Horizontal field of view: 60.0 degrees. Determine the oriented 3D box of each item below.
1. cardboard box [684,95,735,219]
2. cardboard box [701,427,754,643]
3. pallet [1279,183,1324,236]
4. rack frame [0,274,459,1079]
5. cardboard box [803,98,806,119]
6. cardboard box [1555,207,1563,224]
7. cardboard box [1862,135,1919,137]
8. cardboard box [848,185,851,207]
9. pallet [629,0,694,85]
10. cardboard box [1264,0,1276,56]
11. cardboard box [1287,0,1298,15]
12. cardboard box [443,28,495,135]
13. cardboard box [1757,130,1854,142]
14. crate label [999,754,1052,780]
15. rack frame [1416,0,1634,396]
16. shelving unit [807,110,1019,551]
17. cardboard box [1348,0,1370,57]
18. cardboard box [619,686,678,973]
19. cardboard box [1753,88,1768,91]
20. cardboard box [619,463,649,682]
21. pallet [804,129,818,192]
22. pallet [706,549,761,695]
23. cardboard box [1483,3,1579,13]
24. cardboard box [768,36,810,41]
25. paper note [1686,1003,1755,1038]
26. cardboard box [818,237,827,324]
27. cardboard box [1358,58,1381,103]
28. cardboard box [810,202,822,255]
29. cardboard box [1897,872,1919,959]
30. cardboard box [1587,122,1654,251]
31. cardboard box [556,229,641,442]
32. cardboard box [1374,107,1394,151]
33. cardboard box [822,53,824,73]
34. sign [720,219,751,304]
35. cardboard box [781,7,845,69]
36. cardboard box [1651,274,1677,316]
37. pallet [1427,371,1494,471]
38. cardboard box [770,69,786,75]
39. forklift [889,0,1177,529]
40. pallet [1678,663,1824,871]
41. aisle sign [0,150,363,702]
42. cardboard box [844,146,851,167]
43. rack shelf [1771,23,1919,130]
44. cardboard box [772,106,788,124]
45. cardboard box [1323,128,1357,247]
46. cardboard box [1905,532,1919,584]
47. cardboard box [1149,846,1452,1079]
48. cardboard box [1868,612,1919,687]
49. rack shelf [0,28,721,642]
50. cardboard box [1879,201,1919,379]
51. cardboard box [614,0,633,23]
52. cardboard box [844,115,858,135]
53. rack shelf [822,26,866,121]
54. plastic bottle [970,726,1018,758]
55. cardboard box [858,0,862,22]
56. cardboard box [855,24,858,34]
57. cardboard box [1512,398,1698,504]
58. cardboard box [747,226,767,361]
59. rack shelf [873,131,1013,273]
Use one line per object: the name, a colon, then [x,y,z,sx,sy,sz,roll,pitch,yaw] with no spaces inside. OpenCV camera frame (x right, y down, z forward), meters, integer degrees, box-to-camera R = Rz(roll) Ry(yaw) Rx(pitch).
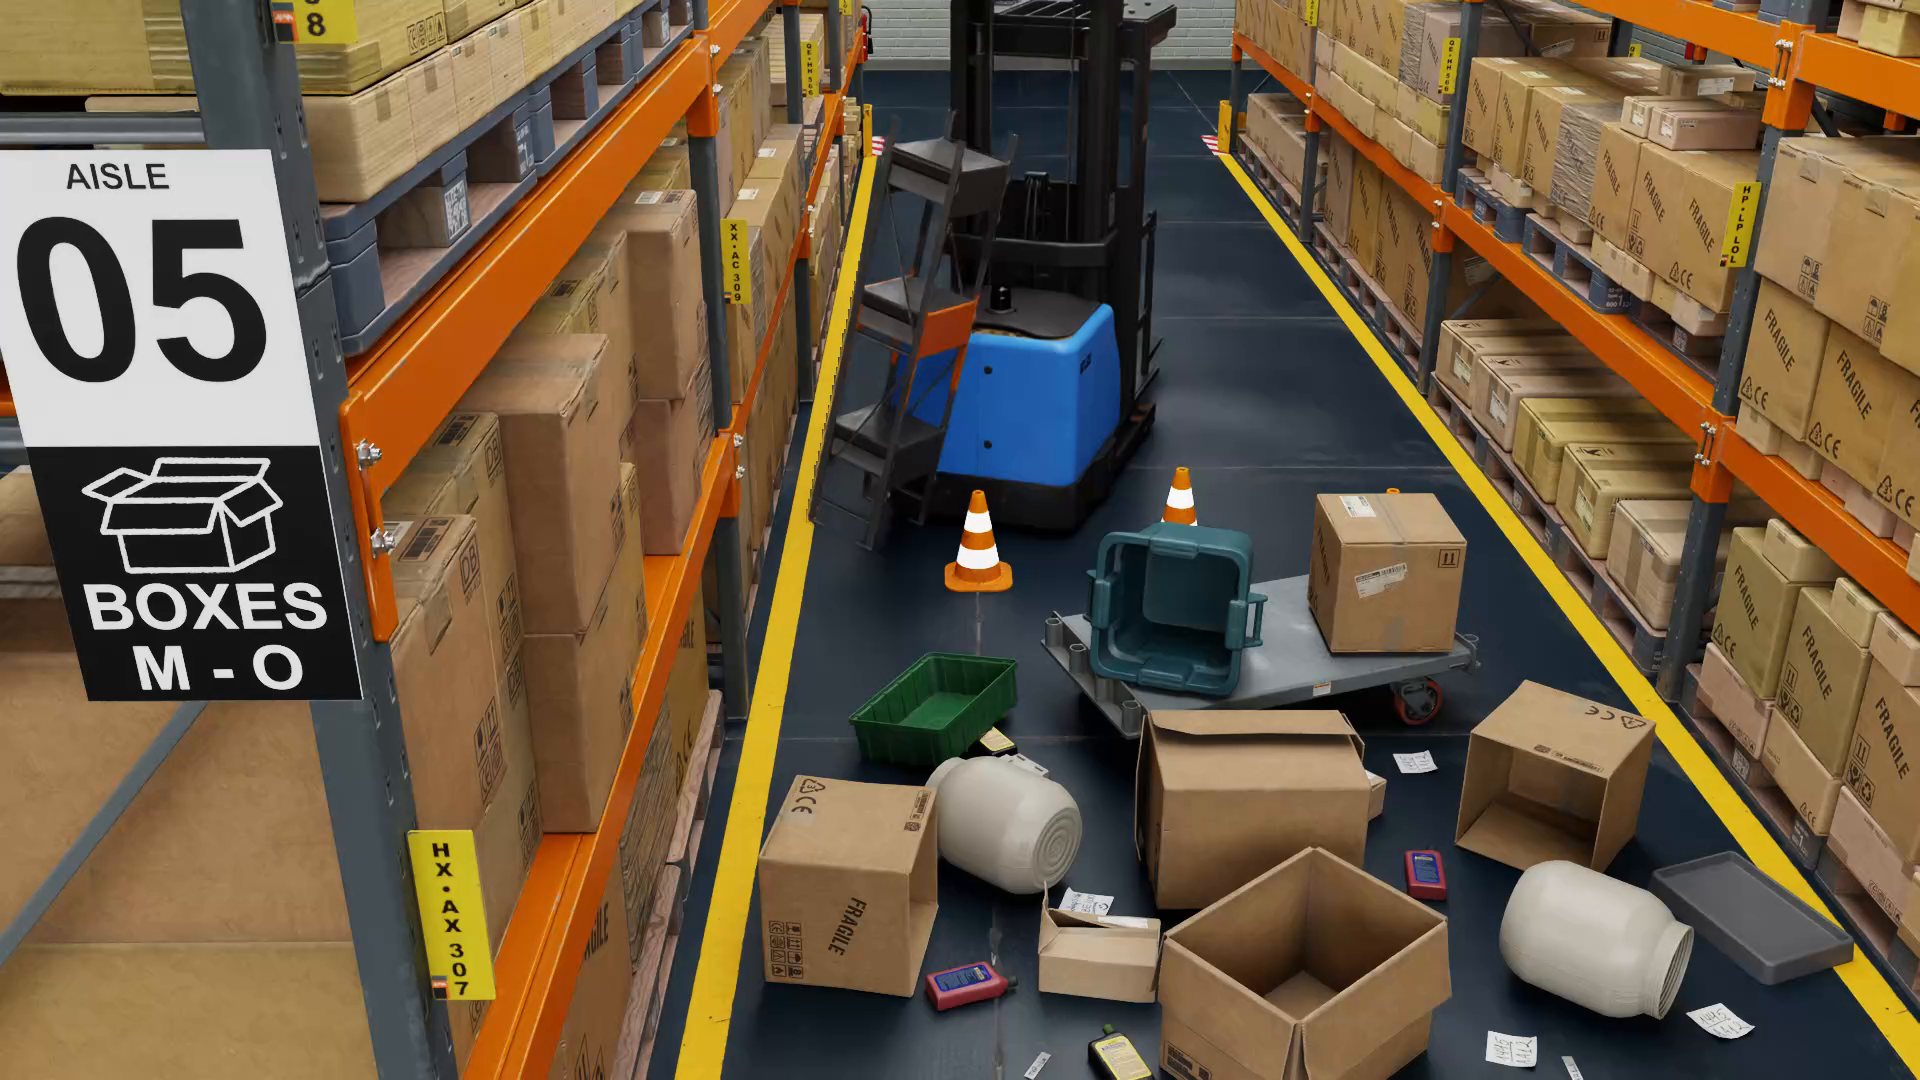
cardboard box: [-1.428,-1.745,7.634,0.700,0.500,0.500,0,24,0]
cardboard box: [-1.500,-0.041,7.421,1.050,0.750,0.750,0,24,-1]
pallet: [3.528,-3.023,15.177,1.003,0.211,1.213,0,24,-1]
rack frame: [-1.360,1.029,2.835,1.000,3.000,0.127,0,24,-1]
cardboard box: [-1.266,-2.972,11.477,0.380,0.149,0.250,1,24,1]
cardboard box: [3.351,-1.715,8.698,0.380,0.149,0.250,1,24,2]
cardboard box: [3.894,-1.546,6.750,0.380,0.149,0.250,0,24,-1]
cardboard box: [-1.176,-3.069,14.846,0.380,0.149,0.250,0,24,1]
pallet: [-1.405,-1.608,5.134,1.003,0.211,1.213,0,24,-1]
cardboard box: [3.175,-4.850,15.712,0.500,0.500,0.500,1,24,1]
cardboard box: [3.179,-4.883,14.572,0.500,0.500,0.500,-1,24,-1]
cardboard box: [-1.049,-0.811,2.937,0.380,0.149,0.250,0,24,0]
cardboard box: [3.829,-1.660,7.789,0.500,0.500,0.500,0,24,-1]
crate label: [0.206,0.954,6.476,0.298,0.136,0.250,-19,31,-36]
rack frame: [3.502,-2.331,10.265,1.000,3.000,0.127,0,24,-1]
shelving unit: [-0.251,-1.010,8.198,0.431,2.100,0.503,26,27,23]
cardboard box: [3.211,-3.882,12.358,0.500,0.500,0.500,-1,24,-2]
cardboard box: [-1.453,0.789,5.435,0.875,0.875,0.875,0,24,0]
cardboard box: [8.289,-4.453,17.476,0.797,0.503,0.637,-1,24,-3]
cardboard box: [-1.365,0.132,4.636,0.875,0.550,0.500,0,24,-1]
pallet: [-1.561,-2.473,10.811,1.213,0.211,1.003,0,24,-1]
pallet: [-1.487,0.334,7.756,1.003,0.211,1.213,0,24,-1]
cardboard box: [3.726,-3.241,10.942,0.500,0.500,0.500,0,24,0]
cardboard box: [-1.278,-3.562,12.059,0.380,0.149,0.250,-1,24,-3]
paper note: [2.433,1.536,5.317,0.142,0.019,0.148,-9,26,-19]
cardboard box: [-1.209,-1.820,11.657,0.500,0.500,0.500,0,24,0]
cardboard box: [3.201,-3.325,12.038,0.500,0.250,0.500,-1,24,-2]
cardboard box: [-1.218,-2.156,11.490,0.500,0.250,0.500,-1,24,-1]
cardboard box: [3.302,1.266,5.138,0.500,0.250,0.500,-1,24,-2]
cardboard box: [3.304,-1.662,7.792,0.500,0.500,0.500,1,24,1]
cardboard box: [-1.443,-0.578,4.896,0.875,0.550,0.550,0,24,-1]
cardboard box: [3.226,-2.888,11.678,0.500,0.250,0.500,0,24,-1]
cardboard box: [-1.288,-3.830,13.373,0.380,0.149,0.250,-1,24,-2]
sign: [-0.849,-1.053,6.291,0.100,0.325,0.005,0,24,-1]
cardboard box: [-1.244,-4.302,14.139,0.500,0.500,0.500,-1,24,-2]
cardboard box: [3.278,-1.079,7.292,0.380,0.149,0.250,-1,24,-2]
pallet: [3.509,-0.739,10.127,1.003,0.211,1.213,0,24,-1]
cardboard box: [-1.264,-2.917,10.634,0.380,0.149,0.250,-1,24,-2]
forklift: [0.568,-1.972,9.554,1.130,2.935,3.031,8,26,17]
pallet: [3.588,0.864,6.583,1.003,0.211,1.213,0,24,-1]
aisle sign: [-1.059,-0.127,2.237,0.394,0.787,0.004,0,24,-1]
cardboard box: [-1.225,-3.627,15.719,0.380,0.149,0.250,0,24,-1]
rack shelf: [3.567,-0.898,4.328,1.077,0.370,4.000,0,24,-1]
cardboard box: [-1.252,-2.680,10.469,0.380,0.149,0.250,1,24,2]
cardboard box: [3.545,-2.948,13.696,0.875,0.875,0.875,0,24,1]
cardboard box: [3.232,0.090,5.216,0.380,0.149,0.250,0,24,0]
cardboard box: [1.038,1.390,5.065,0.797,0.503,0.637,-19,31,-36]
cardboard box: [3.236,0.360,5.444,0.380,0.149,0.250,1,24,2]
rack shelf: [-1.382,-0.834,4.187,1.077,0.370,4.000,0,24,-1]
cardboard box: [3.295,-0.720,5.006,0.700,0.500,0.500,-1,24,-2]
cardboard box: [-1.064,-1.435,4.316,0.380,0.149,0.250,0,24,-1]
cardboard box: [-1.202,-4.083,16.366,0.380,0.149,0.250,1,24,1]
rack shelf: [-1.513,-4.412,15.738,1.077,0.370,4.000,0,24,-1]
plastic bottle: [0.109,0.827,6.848,0.133,0.061,0.283,-14,28,-28]
cardboard box: [-1.272,-5.561,16.923,0.500,0.500,0.500,0,24,1]
cardboard box: [-1.248,-5.316,17.170,0.380,0.149,0.250,0,24,0]
cardboard box: [3.516,-0.476,8.841,0.950,0.372,0.625,1,24,1]
cardboard box: [-1.146,-1.091,7.400,0.500,0.500,0.500,0,24,0]
rack shelf: [-0.096,-1.613,7.909,0.431,0.518,0.480,26,27,23]
